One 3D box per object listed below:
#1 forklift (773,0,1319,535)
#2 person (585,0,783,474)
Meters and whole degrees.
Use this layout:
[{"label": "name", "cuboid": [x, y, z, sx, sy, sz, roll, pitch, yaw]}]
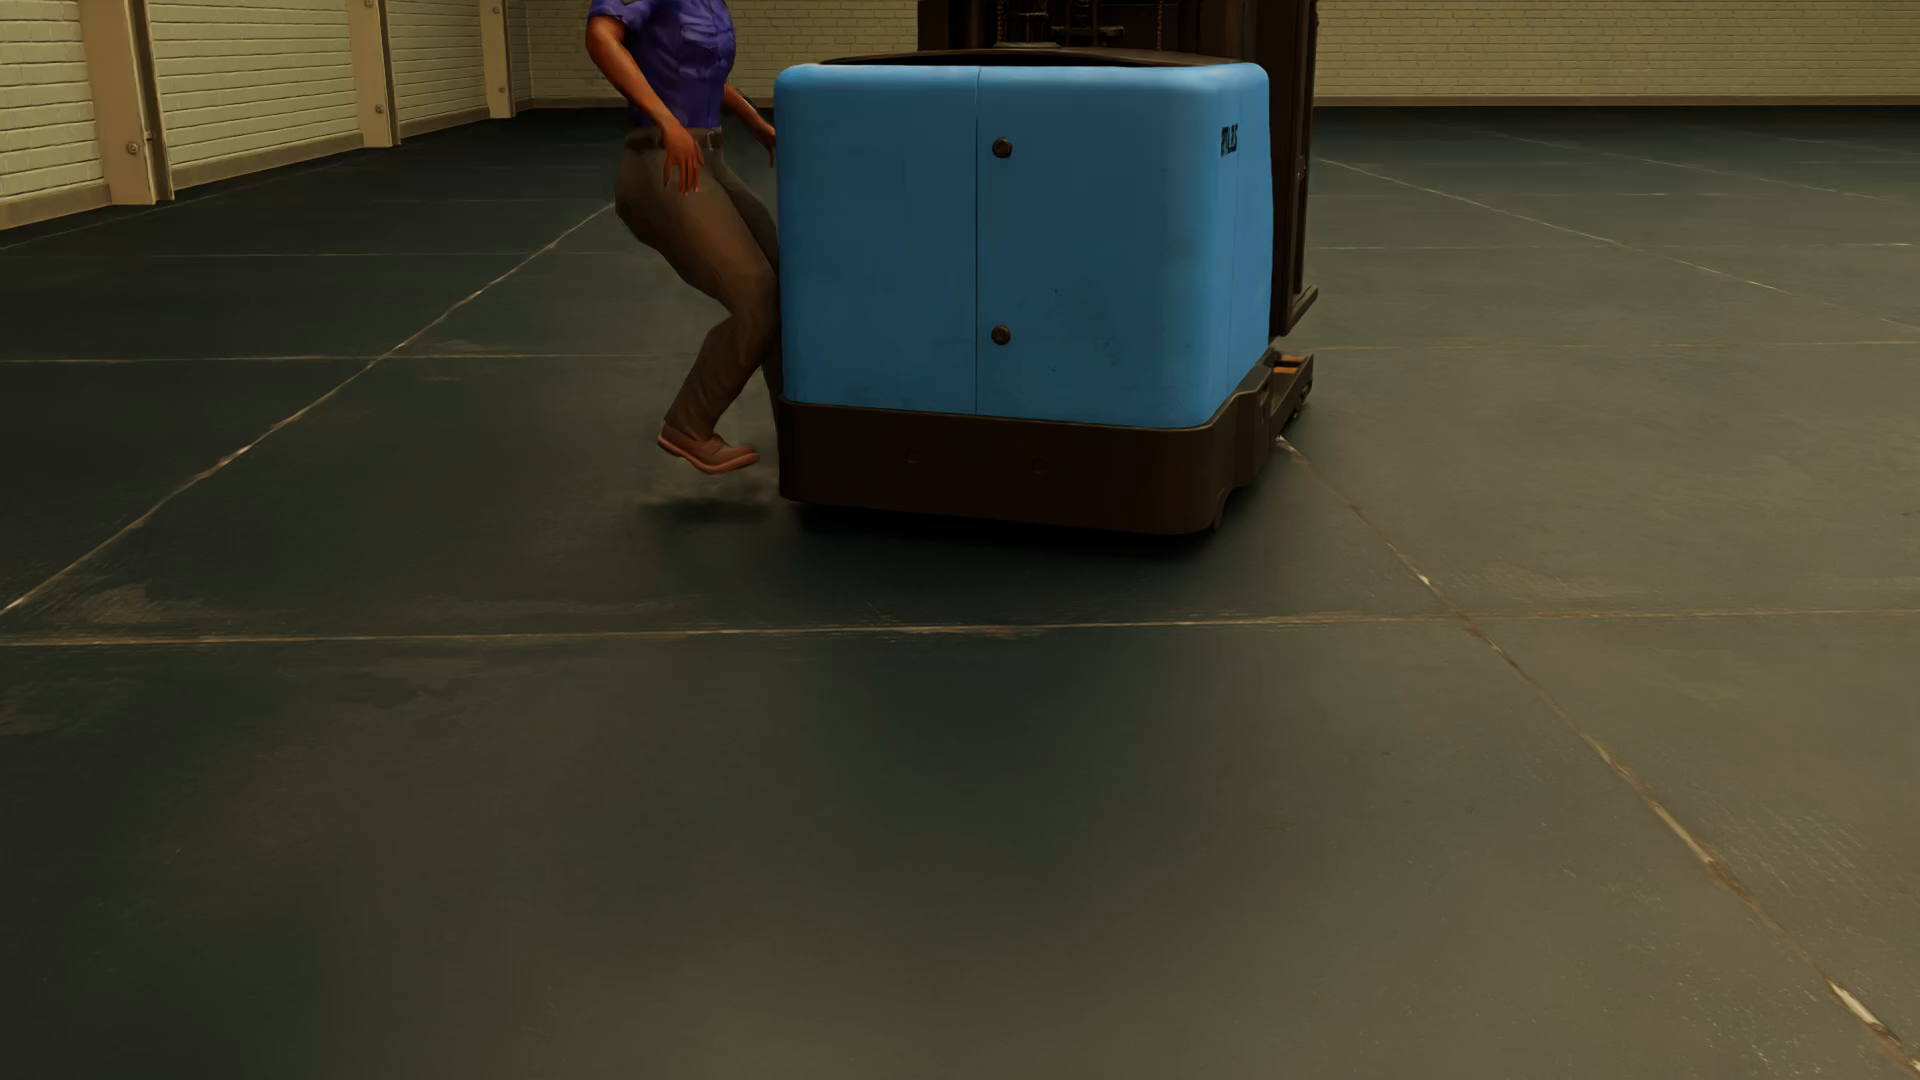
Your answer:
[{"label": "forklift", "cuboid": [0.501, -1.803, 4.802, 1.130, 2.935, 3.031, 5, 18, 17]}, {"label": "person", "cuboid": [-0.536, -0.887, 4.152, 0.620, 1.581, 0.883, 4, 17, 12]}]
